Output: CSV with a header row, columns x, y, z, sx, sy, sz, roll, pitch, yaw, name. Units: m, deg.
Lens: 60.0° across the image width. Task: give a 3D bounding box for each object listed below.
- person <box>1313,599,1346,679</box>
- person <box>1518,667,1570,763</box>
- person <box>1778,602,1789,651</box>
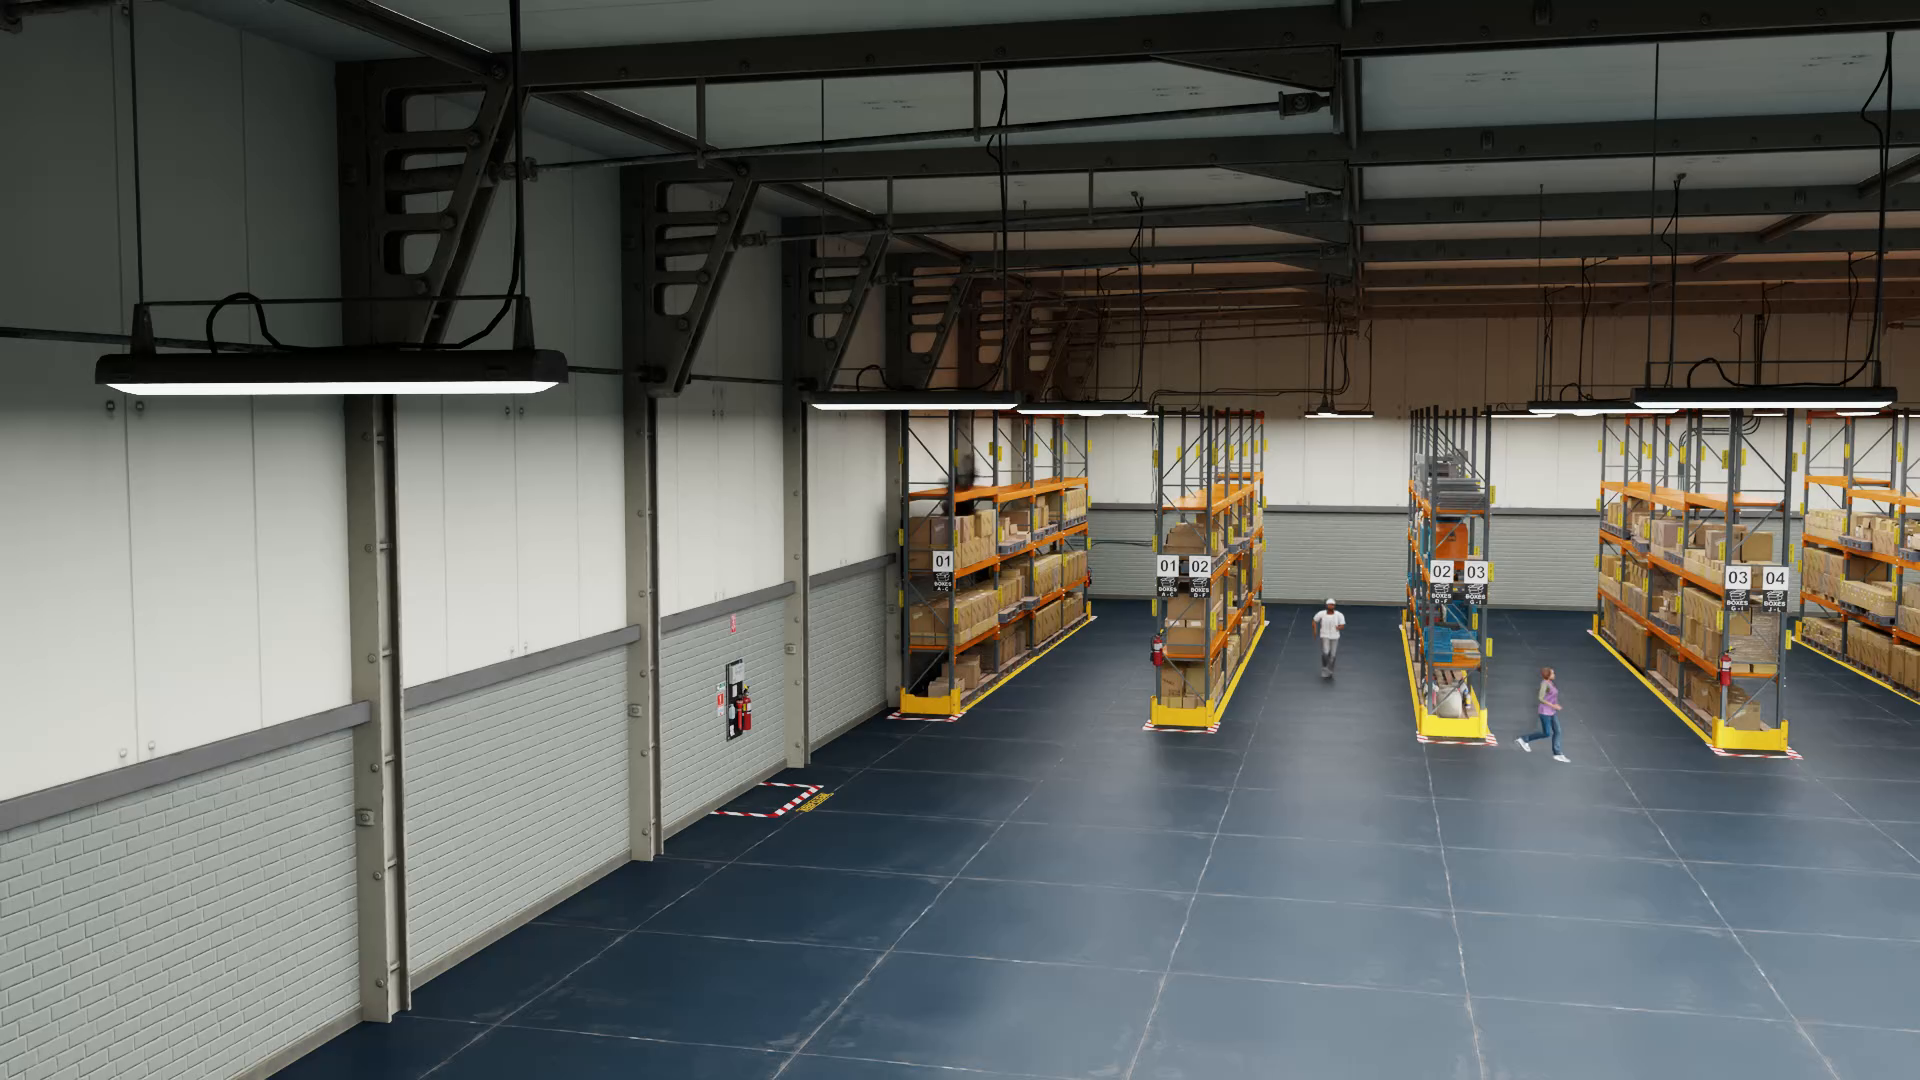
x,y,z,sx,sy,sz,roll,pitch,yaw,name
8.222,2.196,36.967,0.677,1.780,0.710,0,4,3,person
9.859,2.927,28.009,0.849,1.592,0.549,3,5,33,person
19.856,1.938,40.546,0.684,1.782,0.811,1,4,17,person
